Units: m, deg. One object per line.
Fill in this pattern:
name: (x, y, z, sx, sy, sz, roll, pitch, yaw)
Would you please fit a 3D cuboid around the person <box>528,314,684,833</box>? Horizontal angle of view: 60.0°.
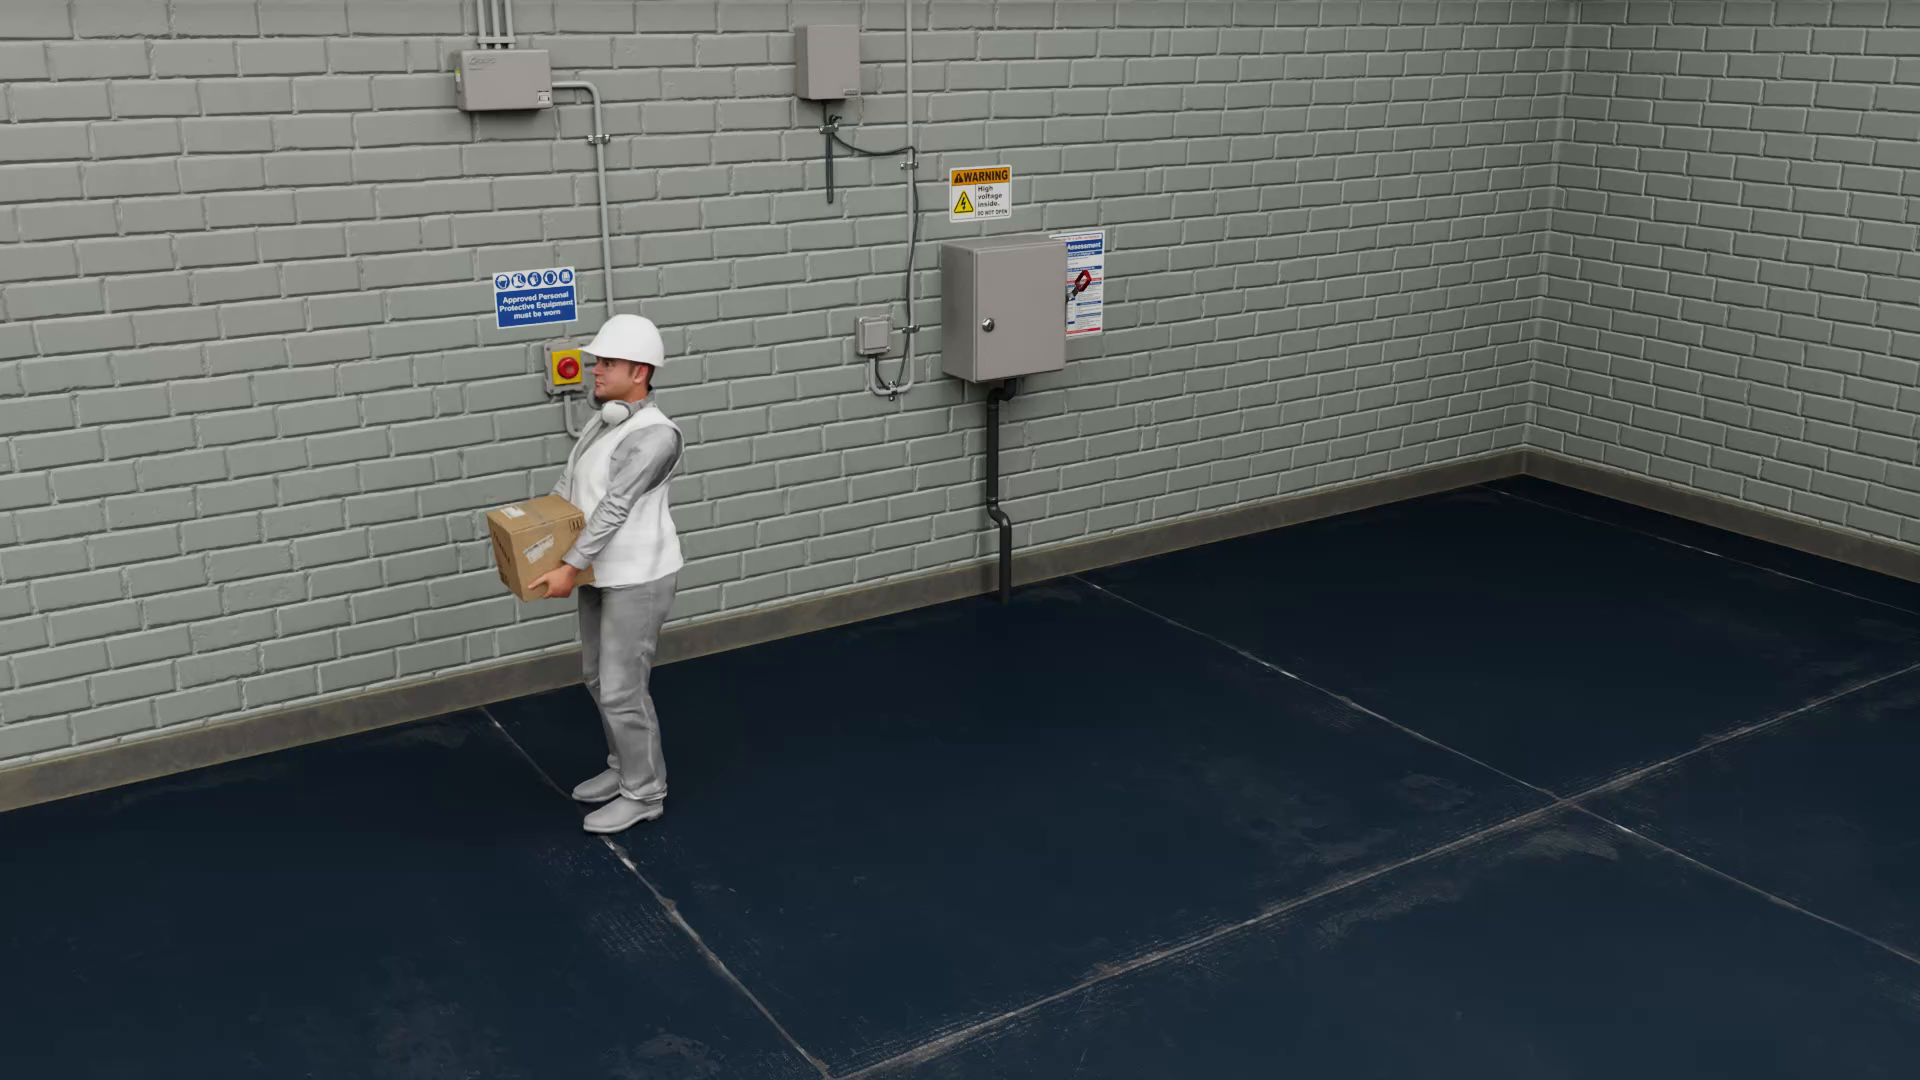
person: (-1.224, 0.128, 5.631, 0.556, 1.764, 0.494, -11, 21, -30)
